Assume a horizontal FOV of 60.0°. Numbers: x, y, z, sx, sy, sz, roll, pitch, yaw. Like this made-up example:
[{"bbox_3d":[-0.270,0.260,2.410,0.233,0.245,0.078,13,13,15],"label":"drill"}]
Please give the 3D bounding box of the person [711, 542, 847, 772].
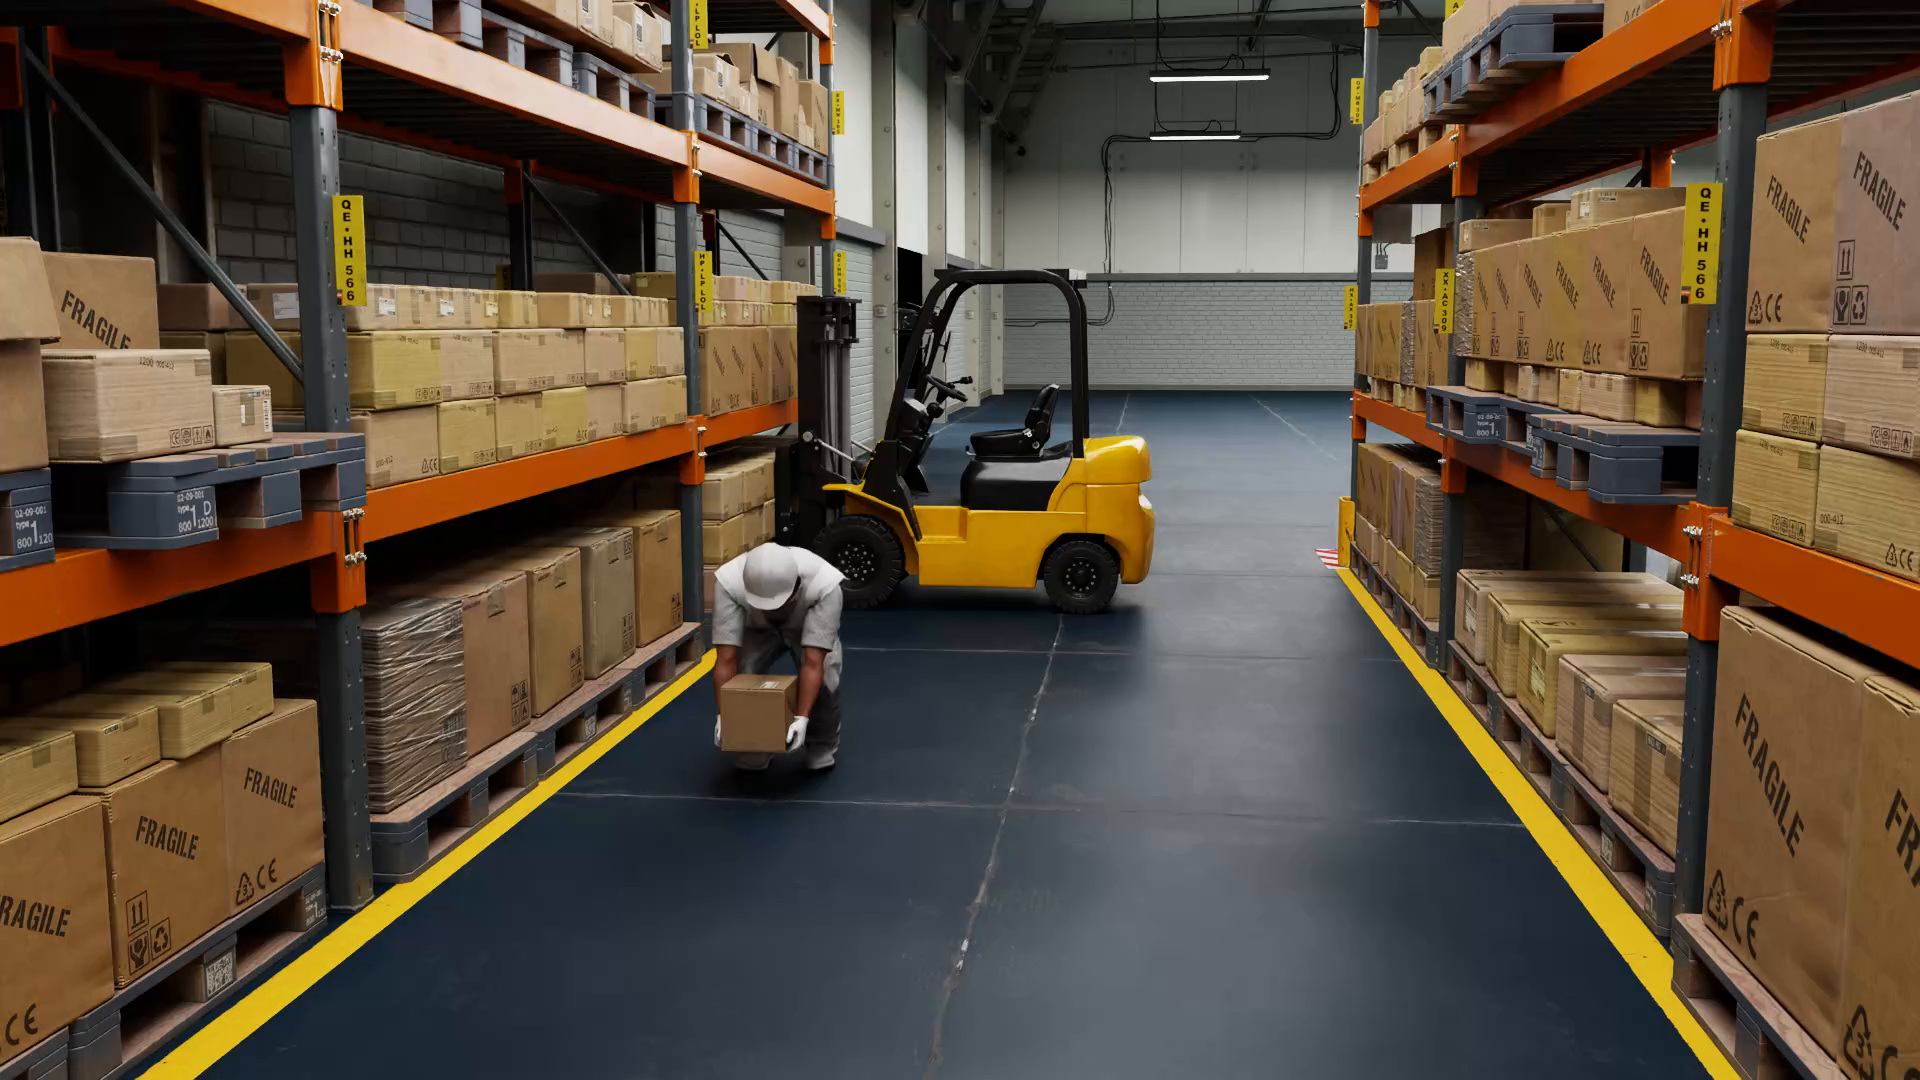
[{"bbox_3d":[-0.712,0.459,6.745,0.546,1.001,0.929,1,8,5],"label":"person"}]
